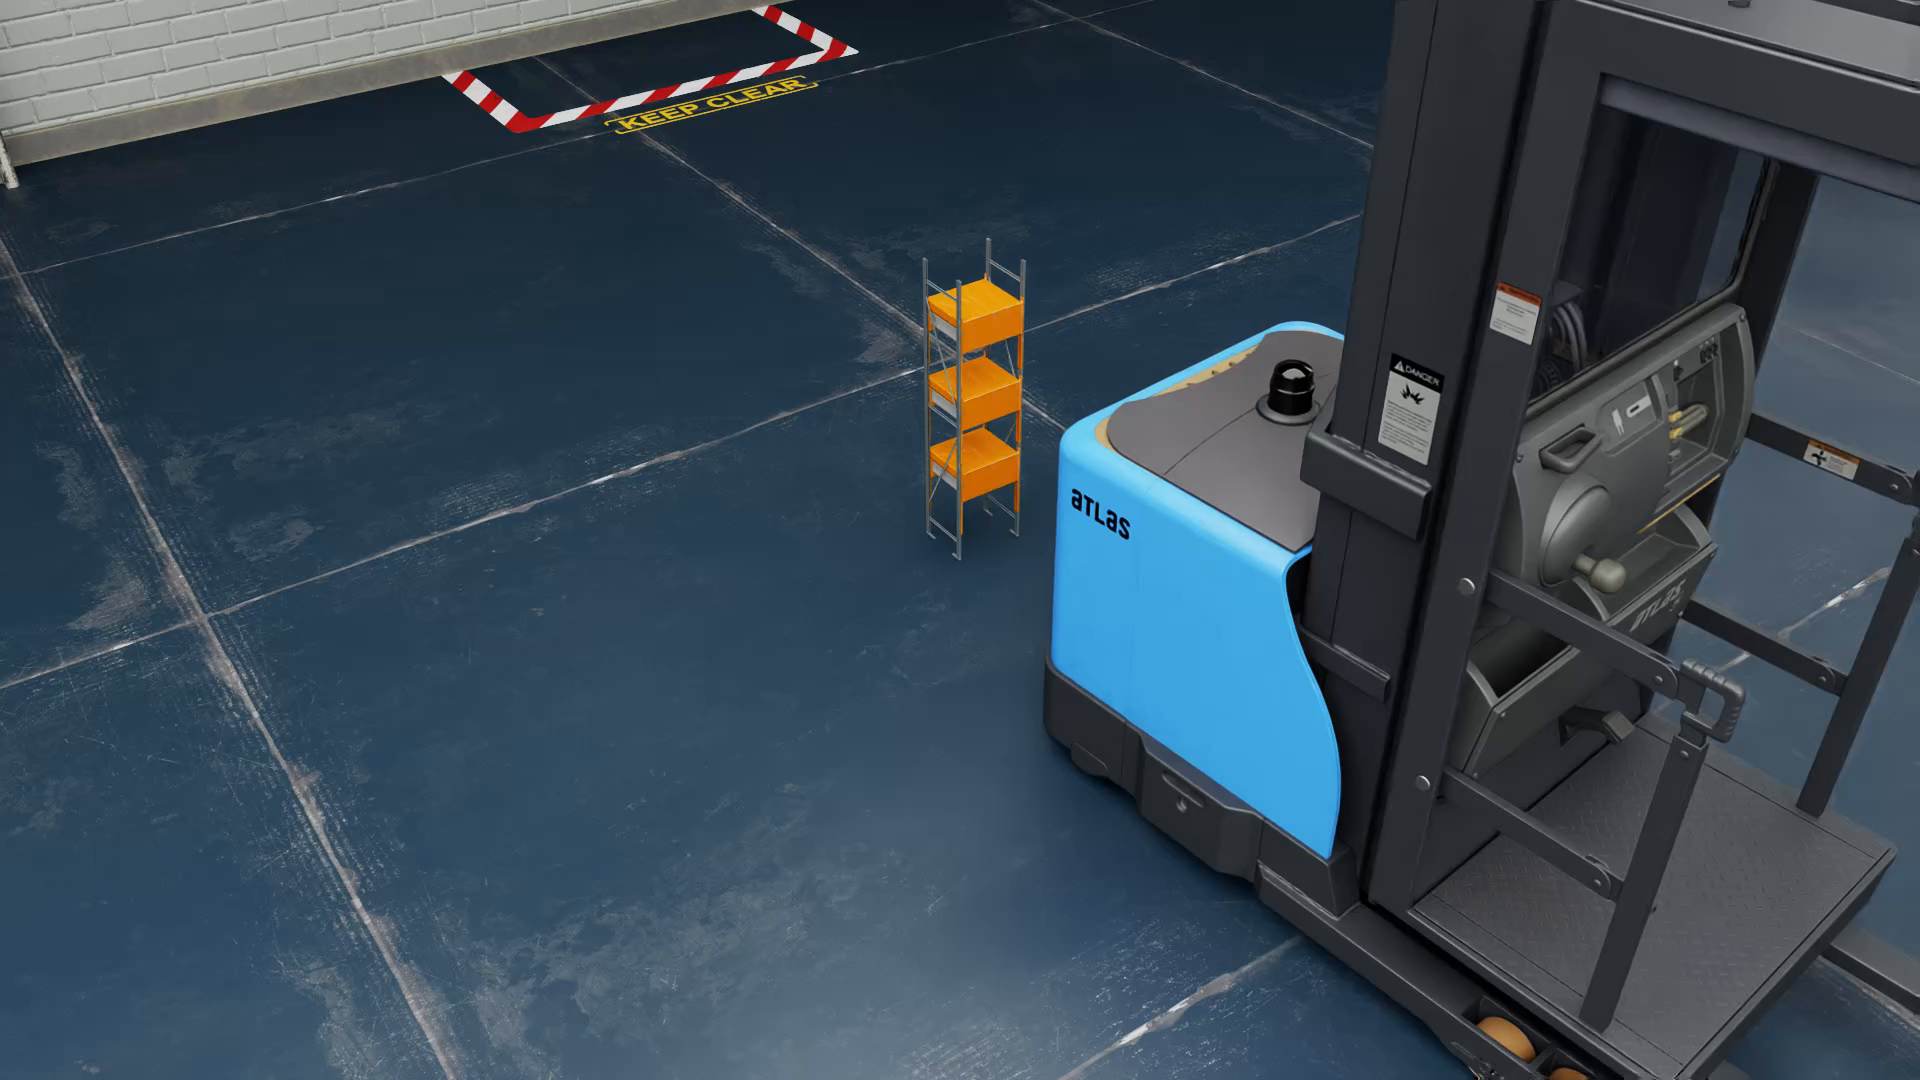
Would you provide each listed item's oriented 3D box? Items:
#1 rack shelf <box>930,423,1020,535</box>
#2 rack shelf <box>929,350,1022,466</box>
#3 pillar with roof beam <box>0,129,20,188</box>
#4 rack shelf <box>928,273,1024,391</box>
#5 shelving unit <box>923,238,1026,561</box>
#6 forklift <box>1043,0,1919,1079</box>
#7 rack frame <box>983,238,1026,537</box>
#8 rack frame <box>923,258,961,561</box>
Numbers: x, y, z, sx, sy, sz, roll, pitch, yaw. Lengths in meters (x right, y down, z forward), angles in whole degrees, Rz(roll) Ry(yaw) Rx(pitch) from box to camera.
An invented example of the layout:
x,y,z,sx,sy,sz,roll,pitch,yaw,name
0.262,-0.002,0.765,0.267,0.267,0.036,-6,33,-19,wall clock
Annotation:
x,y,z,sx,sy,sz,roll,pitch,yaw,name
0.044,-0.210,5.637,0.240,0.259,0.215,-22,41,-28,rack shelf
0.044,-0.436,5.475,0.240,0.259,0.215,-22,41,-28,rack shelf
-2.387,-3.344,2.692,0.400,9.000,9.100,-22,41,-28,pillar with roof beam
0.044,-0.666,5.309,0.240,0.259,0.215,-22,41,-28,rack shelf
0.044,-0.444,5.468,0.252,1.050,0.215,-22,41,-28,shelving unit
1.591,-0.143,3.439,1.130,2.935,3.031,-27,44,-32,forklift
0.143,-0.485,5.526,0.008,1.050,0.200,-22,41,-28,rack frame
-0.056,-0.403,5.411,0.008,1.050,0.200,-22,41,-28,rack frame
